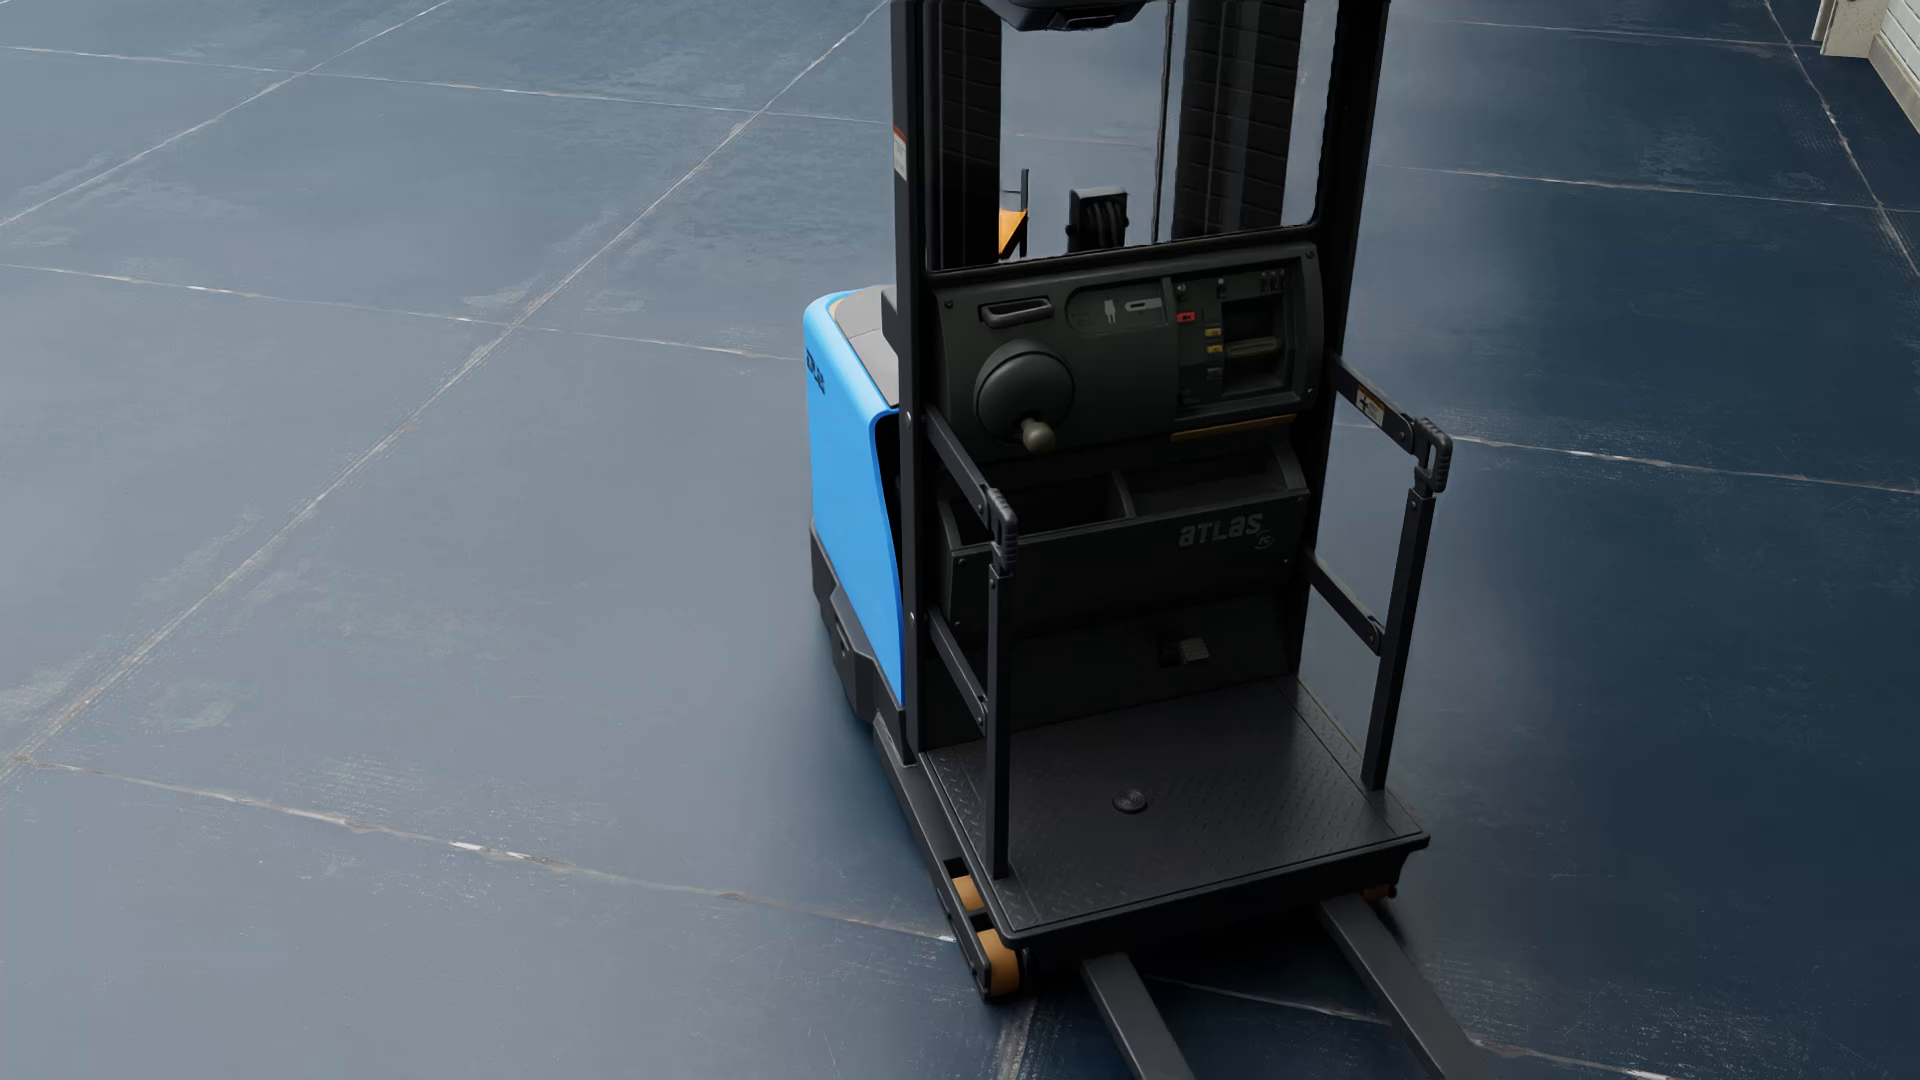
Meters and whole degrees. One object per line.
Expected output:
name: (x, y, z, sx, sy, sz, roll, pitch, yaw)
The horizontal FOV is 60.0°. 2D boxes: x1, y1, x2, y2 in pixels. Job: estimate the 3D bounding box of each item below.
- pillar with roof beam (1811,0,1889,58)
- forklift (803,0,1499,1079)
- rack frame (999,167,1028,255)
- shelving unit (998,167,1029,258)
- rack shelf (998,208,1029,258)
pillar with roof beam: (1.542, -7.567, 9.265, 9.100, 9.000, 0.400, 8, 33, 12)
forklift: (0.470, -0.380, 3.616, 1.130, 2.935, 3.031, -10, 34, -15)
rack frame: (0.104, -0.719, 5.763, 0.240, 1.200, 0.015, 8, 33, 12)
shelving unit: (0.042, -0.593, 5.564, 0.258, 1.200, 0.503, 8, 33, 12)
rack shelf: (0.042, -0.925, 5.353, 0.258, 0.148, 0.480, 8, 33, 12)
